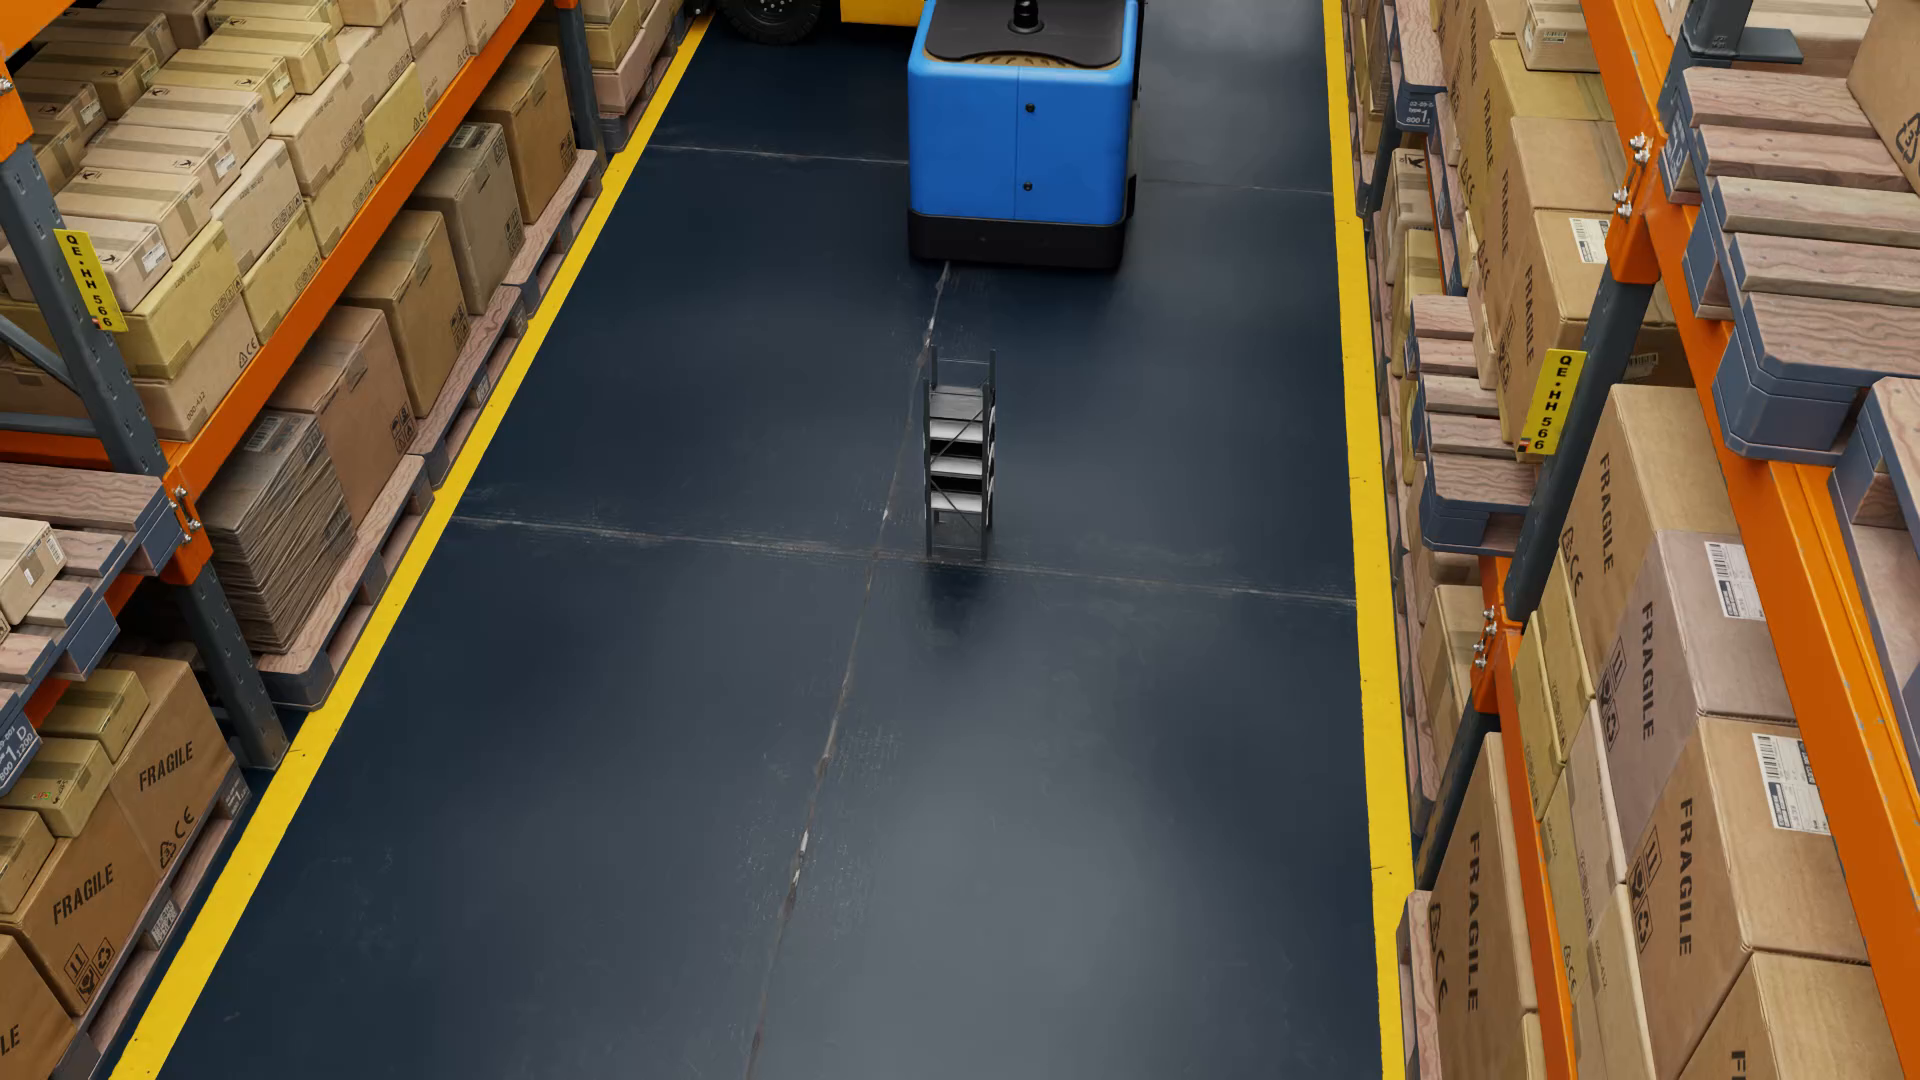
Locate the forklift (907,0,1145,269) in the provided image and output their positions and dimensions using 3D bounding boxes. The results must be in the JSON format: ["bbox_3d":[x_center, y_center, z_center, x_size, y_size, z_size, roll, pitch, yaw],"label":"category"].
[{"bbox_3d":[0.424,-3.387,8.196,1.130,2.935,3.031,4,44,5],"label":"forklift"}]

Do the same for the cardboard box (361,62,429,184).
[{"bbox_3d":[-2.402,-1.628,6.396,0.500,0.250,0.500,7,44,7],"label":"cardboard box"}]

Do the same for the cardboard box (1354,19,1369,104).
[{"bbox_3d":[2.416,-2.577,8.985,0.500,0.250,0.500,4,44,4],"label":"cardboard box"}]

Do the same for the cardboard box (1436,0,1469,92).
[{"bbox_3d":[2.053,-1.958,6.042,0.500,0.500,0.500,5,44,5],"label":"cardboard box"}]

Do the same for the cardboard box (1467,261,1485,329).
[{"bbox_3d":[1.819,-0.748,5.235,0.380,0.149,0.250,3,44,4],"label":"cardboard box"}]

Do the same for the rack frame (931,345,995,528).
[{"bbox_3d":[0.012,-0.391,6.508,0.240,0.900,0.006,5,44,6],"label":"rack frame"}]

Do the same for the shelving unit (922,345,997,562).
[{"bbox_3d":[-0.001,-0.321,6.435,0.258,0.900,0.210,5,44,6],"label":"shelving unit"}]

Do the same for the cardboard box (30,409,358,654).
[{"bbox_3d":[-2.810,-0.069,6.062,0.875,0.625,0.625,7,44,7],"label":"cardboard box"}]

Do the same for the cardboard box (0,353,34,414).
[{"bbox_3d":[-3.100,-0.630,5.342,0.500,0.250,0.500,4,44,5],"label":"cardboard box"}]

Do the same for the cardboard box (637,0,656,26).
[{"bbox_3d":[-1.942,-3.061,9.132,0.500,0.250,0.500,5,44,5],"label":"cardboard box"}]

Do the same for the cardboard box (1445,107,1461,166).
[{"bbox_3d":[1.958,-1.460,5.987,0.380,0.149,0.250,7,44,7],"label":"cardboard box"}]

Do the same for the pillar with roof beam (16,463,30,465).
[{"bbox_3d":[0.641,-3.112,3.492,9.100,9.000,0.400,5,44,6],"label":"pillar with roof beam"}]

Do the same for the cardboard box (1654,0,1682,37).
[{"bbox_3d":[1.873,-1.308,3.951,0.380,0.149,0.250,5,44,6],"label":"cardboard box"}]

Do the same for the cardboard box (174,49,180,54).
[{"bbox_3d":[-2.913,-1.845,6.262,0.500,0.250,0.500,4,44,5],"label":"cardboard box"}]

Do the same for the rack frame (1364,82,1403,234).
[{"bbox_3d":[2.544,-2.632,7.348,1.000,3.000,0.127,5,44,6],"label":"rack frame"}]

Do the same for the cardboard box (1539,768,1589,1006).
[{"bbox_3d":[1.651,0.811,3.821,0.500,0.250,0.500,4,44,4],"label":"cardboard box"}]

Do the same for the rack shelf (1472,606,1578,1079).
[{"bbox_3d":[1.751,1.718,3.277,1.077,0.370,4.000,5,44,6],"label":"rack shelf"}]

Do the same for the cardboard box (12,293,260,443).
[{"bbox_3d":[-2.605,-0.580,5.290,0.500,0.250,0.500,5,44,6],"label":"cardboard box"}]

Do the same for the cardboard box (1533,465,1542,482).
[{"bbox_3d":[1.825,-0.212,4.669,0.380,0.149,0.250,7,44,7],"label":"cardboard box"}]

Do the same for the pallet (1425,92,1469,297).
[{"bbox_3d":[2.236,-1.189,5.964,1.003,0.211,1.213,5,44,6],"label":"pallet"}]

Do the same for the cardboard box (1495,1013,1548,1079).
[{"bbox_3d":[1.719,1.784,3.924,0.875,0.875,0.875,6,44,6],"label":"cardboard box"}]

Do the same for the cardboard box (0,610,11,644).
[{"bbox_3d":[-2.724,0.296,4.059,0.500,0.250,0.500,3,44,4],"label":"cardboard box"}]

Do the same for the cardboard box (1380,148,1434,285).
[{"bbox_3d":[2.477,-1.473,7.729,0.950,0.372,0.625,6,44,6],"label":"cardboard box"}]

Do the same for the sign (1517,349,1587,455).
[{"bbox_3d":[1.476,-0.340,4.143,0.100,0.325,0.005,5,44,6],"label":"sign"}]

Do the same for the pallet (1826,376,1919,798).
[{"bbox_3d":[1.838,0.280,2.229,1.003,0.211,1.213,7,44,7],"label":"pallet"}]

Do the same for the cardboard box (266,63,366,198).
[{"bbox_3d":[-2.450,-1.458,5.854,0.500,0.250,0.500,4,44,4],"label":"cardboard box"}]

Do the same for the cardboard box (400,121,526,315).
[{"bbox_3d":[-2.545,-1.486,7.559,0.875,0.625,0.625,5,44,5],"label":"cardboard box"}]

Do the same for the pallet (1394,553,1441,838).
[{"bbox_3d":[2.120,0.574,5.990,1.003,0.211,1.213,5,44,6],"label":"pallet"}]

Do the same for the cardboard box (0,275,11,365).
[{"bbox_3d":[-3.122,-0.813,5.172,0.500,0.250,0.500,6,44,6],"label":"cardboard box"}]

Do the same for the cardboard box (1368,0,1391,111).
[{"bbox_3d":[2.356,-2.486,8.343,0.500,0.500,0.500,5,44,5],"label":"cardboard box"}]

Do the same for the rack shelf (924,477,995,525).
[{"bbox_3d":[-0.001,-0.166,6.581,0.258,0.077,0.200,5,44,6],"label":"rack shelf"}]

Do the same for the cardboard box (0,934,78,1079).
[{"bbox_3d":[-2.892,1.405,4.597,0.500,0.500,0.500,7,44,7],"label":"cardboard box"}]

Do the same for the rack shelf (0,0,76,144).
[{"bbox_3d":[-2.641,-2.546,5.598,1.077,0.370,4.000,5,44,6],"label":"rack shelf"}]

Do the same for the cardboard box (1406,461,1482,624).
[{"bbox_3d":[2.189,0.008,6.166,0.950,0.372,0.625,4,44,5],"label":"cardboard box"}]

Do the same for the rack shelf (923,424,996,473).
[{"bbox_3d":[-0.001,-0.362,6.396,0.258,0.077,0.200,5,44,6],"label":"rack shelf"}]

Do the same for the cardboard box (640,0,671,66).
[{"bbox_3d":[-1.933,-2.882,9.306,0.500,0.250,0.500,4,44,5],"label":"cardboard box"}]

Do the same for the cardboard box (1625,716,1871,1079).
[{"bbox_3d":[1.568,0.699,3.030,0.500,0.500,0.500,6,44,7],"label":"cardboard box"}]

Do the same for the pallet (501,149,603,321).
[{"bbox_3d":[-2.436,-1.562,8.246,1.003,0.211,1.213,5,44,6],"label":"pallet"}]

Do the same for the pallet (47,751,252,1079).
[{"bbox_3d":[-3.042,1.163,5.368,1.003,0.211,1.213,5,44,6],"label":"pallet"}]

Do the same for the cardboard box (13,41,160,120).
[{"bbox_3d":[-2.970,-1.571,5.682,0.380,0.149,0.250,5,44,5],"label":"cardboard box"}]

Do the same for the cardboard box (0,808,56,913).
[{"bbox_3d":[-2.804,0.889,4.670,0.380,0.149,0.250,4,44,4],"label":"cardboard box"}]

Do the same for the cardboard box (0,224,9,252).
[{"bbox_3d":[-3.063,-0.866,4.939,0.380,0.149,0.250,7,44,7],"label":"cardboard box"}]

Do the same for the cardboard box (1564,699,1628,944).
[{"bbox_3d":[1.634,0.642,3.636,0.500,0.250,0.500,6,44,7],"label":"cardboard box"}]

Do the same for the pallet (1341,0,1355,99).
[{"bbox_3d":[2.756,-2.914,9.674,1.003,0.211,1.213,5,44,6],"label":"pallet"}]

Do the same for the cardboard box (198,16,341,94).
[{"bbox_3d":[-2.411,-1.697,5.816,0.380,0.149,0.250,6,44,6],"label":"cardboard box"}]

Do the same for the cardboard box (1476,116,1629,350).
[{"bbox_3d":[1.857,-0.891,4.915,0.500,0.500,0.500,5,44,5],"label":"cardboard box"}]

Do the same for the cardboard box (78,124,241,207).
[{"bbox_3d":[-2.529,-1.176,5.266,0.380,0.149,0.250,6,44,7],"label":"cardboard box"}]

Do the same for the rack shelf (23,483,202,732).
[{"bbox_3d":[-3.170,1.270,3.751,1.077,0.370,4.000,5,44,6],"label":"rack shelf"}]
